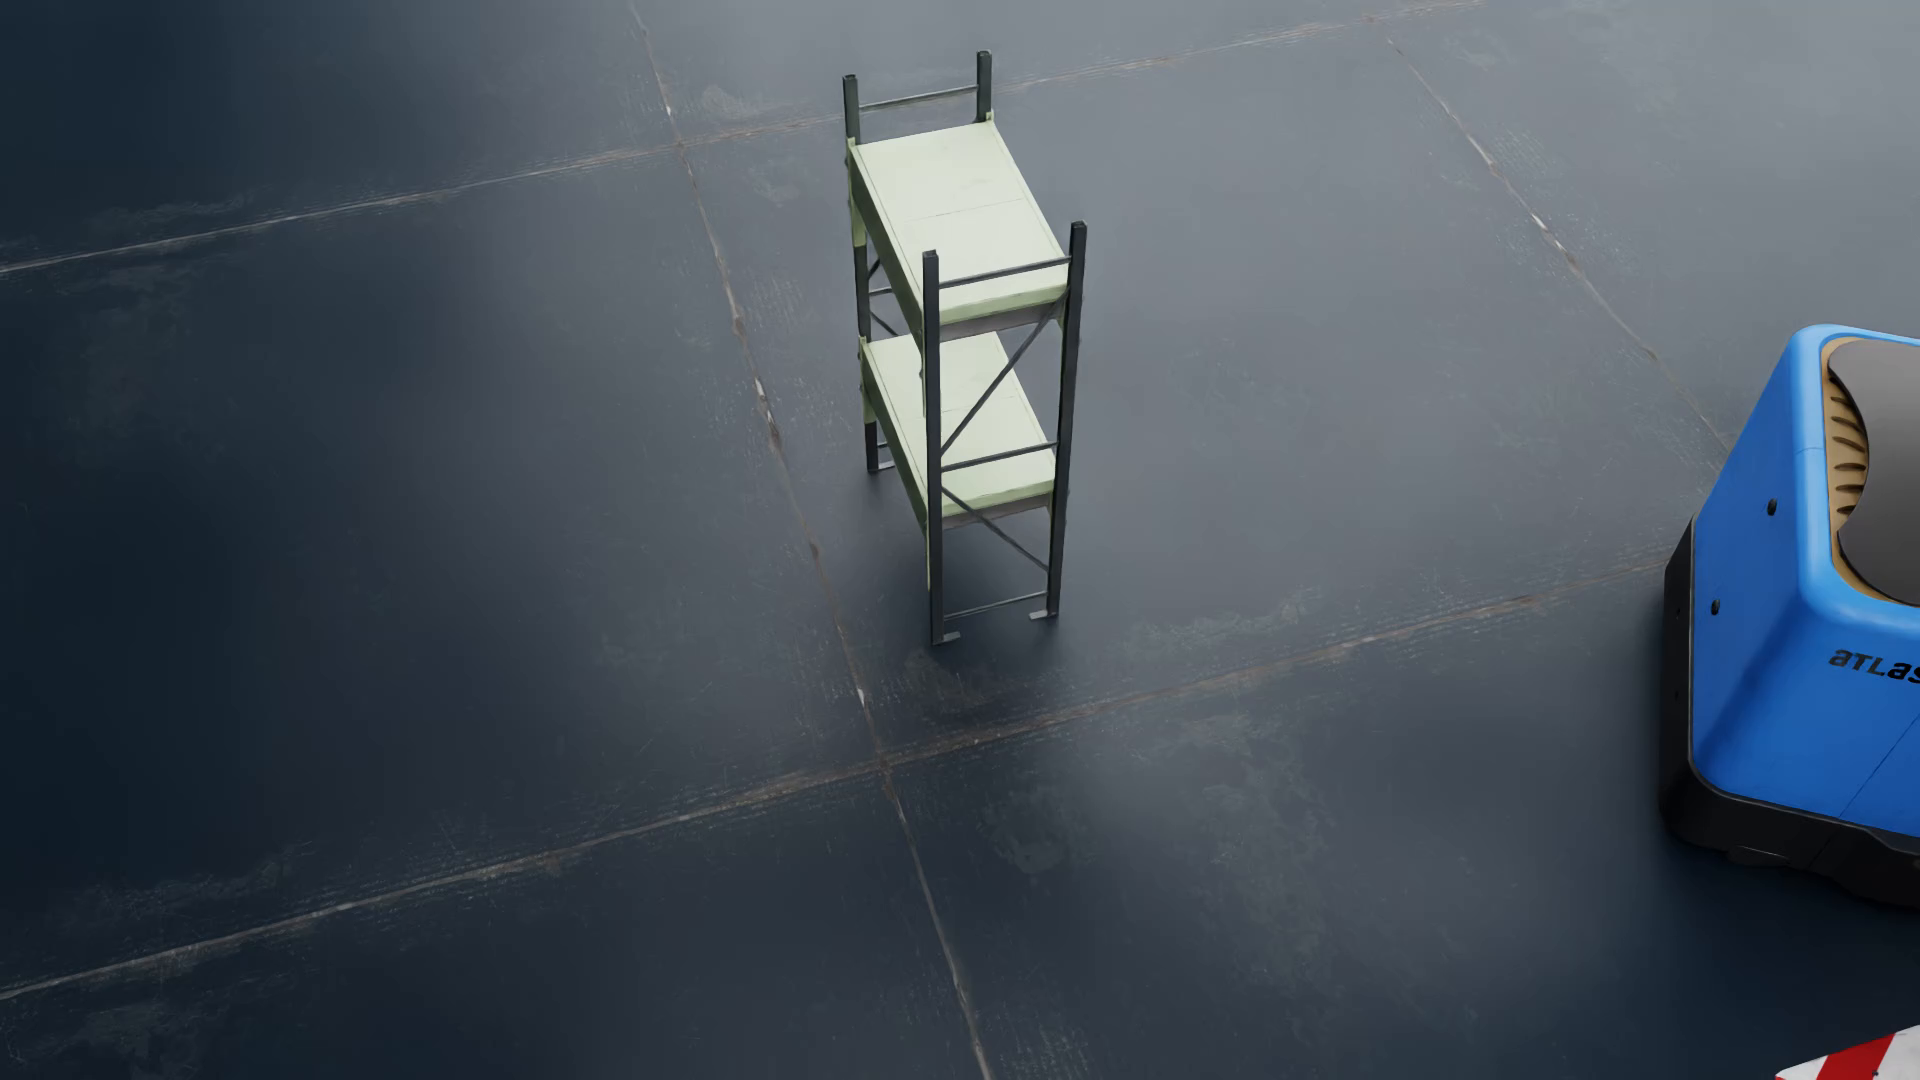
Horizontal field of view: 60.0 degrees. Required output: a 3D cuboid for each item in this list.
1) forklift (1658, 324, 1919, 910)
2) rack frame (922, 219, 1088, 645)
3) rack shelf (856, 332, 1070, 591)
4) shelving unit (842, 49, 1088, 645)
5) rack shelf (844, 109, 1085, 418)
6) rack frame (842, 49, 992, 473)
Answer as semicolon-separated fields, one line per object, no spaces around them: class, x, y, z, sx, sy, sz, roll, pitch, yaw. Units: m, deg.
forklift;3.482;-0.159;3.467;3.031;2.935;1.130;13;51;11
rack frame;0.106;-0.221;4.455;0.400;1.500;0.023;-13;51;-11
rack shelf;-0.002;-0.278;4.930;0.431;0.370;0.720;-13;51;-11
shelving unit;-0.002;-0.488;4.681;0.431;1.500;0.755;-13;51;-11
rack shelf;-0.002;-0.740;4.382;0.431;0.370;0.720;-13;51;-11
rack frame;-0.110;-0.756;4.906;0.400;1.500;0.023;-13;51;-11
